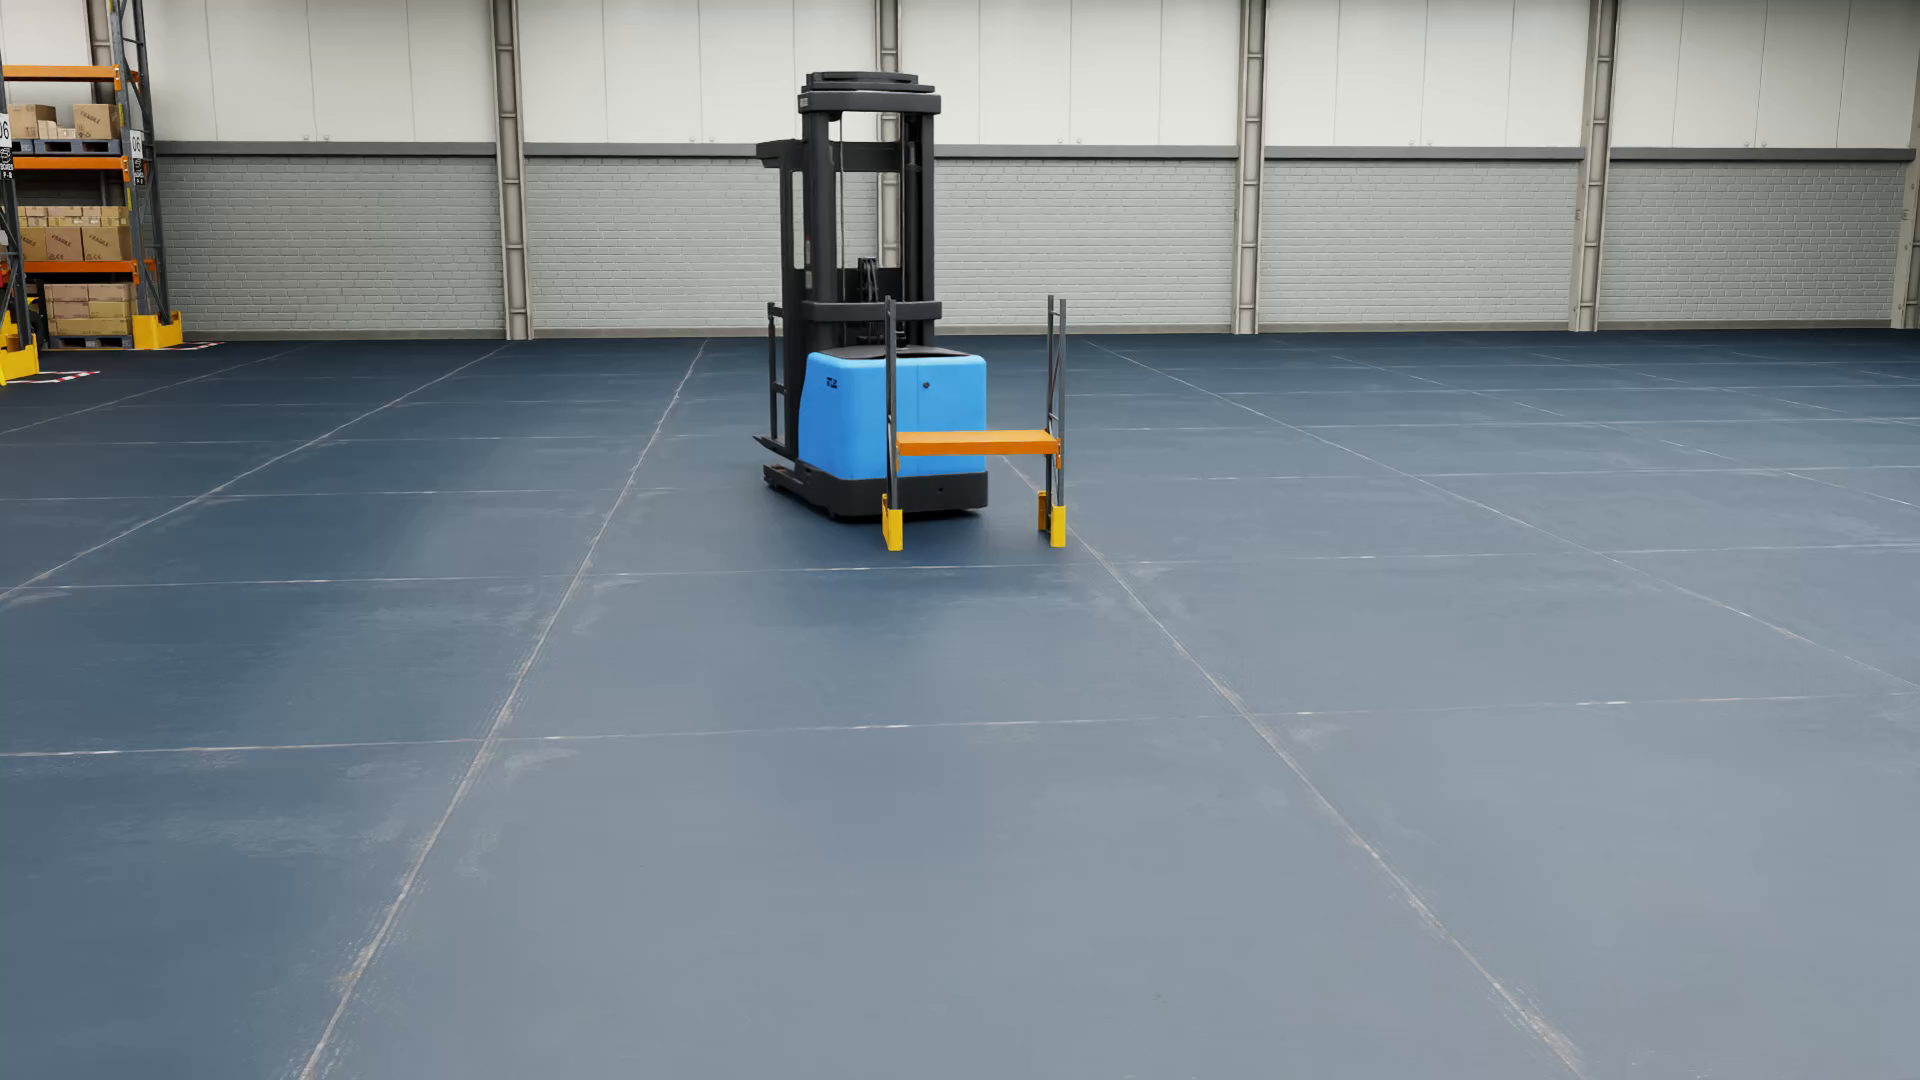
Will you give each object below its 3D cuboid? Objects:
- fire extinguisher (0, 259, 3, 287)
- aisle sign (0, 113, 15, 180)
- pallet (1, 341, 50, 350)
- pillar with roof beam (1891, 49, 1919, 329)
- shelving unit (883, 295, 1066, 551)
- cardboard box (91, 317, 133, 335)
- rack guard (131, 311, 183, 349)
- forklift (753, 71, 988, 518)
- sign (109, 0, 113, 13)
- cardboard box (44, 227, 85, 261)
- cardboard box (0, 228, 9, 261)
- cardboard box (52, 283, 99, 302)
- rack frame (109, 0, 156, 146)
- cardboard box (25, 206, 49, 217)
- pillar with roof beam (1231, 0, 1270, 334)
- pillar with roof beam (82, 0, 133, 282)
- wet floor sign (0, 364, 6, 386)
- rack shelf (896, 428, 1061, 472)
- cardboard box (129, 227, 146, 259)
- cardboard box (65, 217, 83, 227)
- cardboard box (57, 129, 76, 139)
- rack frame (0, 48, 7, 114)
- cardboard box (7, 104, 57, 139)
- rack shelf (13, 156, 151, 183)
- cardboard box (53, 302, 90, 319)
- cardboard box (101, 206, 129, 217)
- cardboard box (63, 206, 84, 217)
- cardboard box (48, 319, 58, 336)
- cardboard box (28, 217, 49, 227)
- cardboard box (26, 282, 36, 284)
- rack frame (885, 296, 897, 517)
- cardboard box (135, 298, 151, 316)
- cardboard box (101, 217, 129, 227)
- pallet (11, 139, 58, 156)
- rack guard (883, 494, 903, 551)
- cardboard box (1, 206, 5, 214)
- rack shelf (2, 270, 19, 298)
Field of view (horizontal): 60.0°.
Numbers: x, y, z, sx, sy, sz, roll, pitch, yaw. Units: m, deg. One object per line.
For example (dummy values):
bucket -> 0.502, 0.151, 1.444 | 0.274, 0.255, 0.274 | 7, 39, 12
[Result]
fire extinguisher -> -11.585, -3.365, 19.907 | 0.183, 0.674, 0.296 | -1, 11, -6
aisle sign -> -11.720, -4.825, 20.395 | 0.004, 0.787, 0.394 | -1, 11, -6
pallet -> -14.254, -3.023, 25.199 | 1.213, 0.211, 1.003 | -1, 11, -6
pillar with roof beam -> 17.212, -7.342, 24.385 | 0.400, 9.000, 9.100 | -1, 11, -6
shelving unit -> 0.076, -0.738, 10.231 | 1.083, 1.500, 0.587 | -1, 11, -6
cardboard box -> -12.721, -3.227, 25.045 | 0.500, 0.250, 0.500 | -1, 11, -6
rack guard -> -12.264, -3.214, 25.422 | 0.348, 0.500, 1.175 | -1, 11, -6
forklift -> -0.819, -1.823, 12.042 | 1.130, 2.935, 3.031 | -4, 12, -21
sign -> -12.243, -7.777, 23.971 | 0.005, 0.325, 0.100 | -1, 11, -6
cardboard box -> -13.266, -4.420, 24.815 | 0.500, 0.500, 0.500 | -1, 11, -4
cardboard box -> -14.274, -4.396, 24.696 | 0.500, 0.500, 0.500 | -1, 11, -6
cardboard box -> -13.219, -3.707, 24.894 | 0.500, 0.250, 0.500 | -1, 11, -5
rack frame -> -12.288, -7.384, 24.600 | 0.127, 3.000, 1.000 | -1, 11, -6
cardboard box -> -13.623, -4.866, 24.634 | 0.250, 0.149, 0.380 | -1, 11, -5
pillar with roof beam -> 5.282, -7.092, 23.113 | 0.400, 9.000, 9.100 | -1, 11, -6
pillar with roof beam -> -12.613, -6.717, 21.206 | 0.400, 9.000, 9.100 | -1, 11, -6
wet floor sign -> -11.444, -2.132, 19.540 | 0.232, 0.644, 0.267 | 3, 11, 14
rack shelf -> 0.085, -0.561, 10.267 | 1.000, 0.185, 0.538 | -1, 11, -6
cardboard box -> -12.810, -4.532, 25.387 | 0.500, 0.500, 0.500 | -1, 11, -4
cardboard box -> -13.118, -4.742, 24.772 | 0.250, 0.149, 0.380 | -1, 11, -5
cardboard box -> -13.079, -5.969, 24.479 | 0.250, 0.149, 0.380 | -2, 11, -8
rack frame -> -11.748, -6.432, 19.758 | 0.127, 3.000, 1.000 | -1, 11, -6
cardboard box -> -13.731, -6.158, 24.534 | 0.500, 0.500, 0.700 | -1, 11, -6
rack shelf -> -14.276, -5.518, 24.747 | 4.000, 0.370, 1.077 | -1, 11, -6
cardboard box -> -13.238, -3.464, 24.956 | 0.500, 0.250, 0.500 | -1, 11, -7
cardboard box -> -12.621, -4.906, 24.834 | 0.250, 0.149, 0.380 | -1, 11, -6
cardboard box -> -13.120, -4.884, 24.723 | 0.250, 0.149, 0.380 | -1, 11, -5
cardboard box -> -13.715, -3.210, 24.958 | 0.500, 0.250, 0.500 | -1, 11, -5
cardboard box -> -13.626, -4.724, 24.683 | 0.250, 0.149, 0.380 | -2, 11, -8
cardboard box -> -14.291, -3.785, 25.294 | 0.500, 0.250, 0.500 | -1, 11, -7
rack frame -> -0.421, -0.727, 10.178 | 0.032, 1.500, 0.500 | -1, 11, -6
cardboard box -> -12.778, -3.573, 25.508 | 0.500, 0.250, 0.500 | -1, 11, -5
cardboard box -> -12.602, -4.747, 24.796 | 0.250, 0.149, 0.380 | -1, 11, -5
pallet -> -14.209, -5.833, 24.716 | 1.213, 0.211, 1.003 | -1, 11, -6
rack guard -> -0.419, -0.114, 10.299 | 0.087, 0.250, 0.587 | -1, 11, -6
cardboard box -> -14.146, -4.873, 24.666 | 0.250, 0.149, 0.380 | -1, 11, -5
rack shelf -> -13.737, -3.094, 20.194 | 4.000, 0.370, 1.077 | -1, 11, -6
